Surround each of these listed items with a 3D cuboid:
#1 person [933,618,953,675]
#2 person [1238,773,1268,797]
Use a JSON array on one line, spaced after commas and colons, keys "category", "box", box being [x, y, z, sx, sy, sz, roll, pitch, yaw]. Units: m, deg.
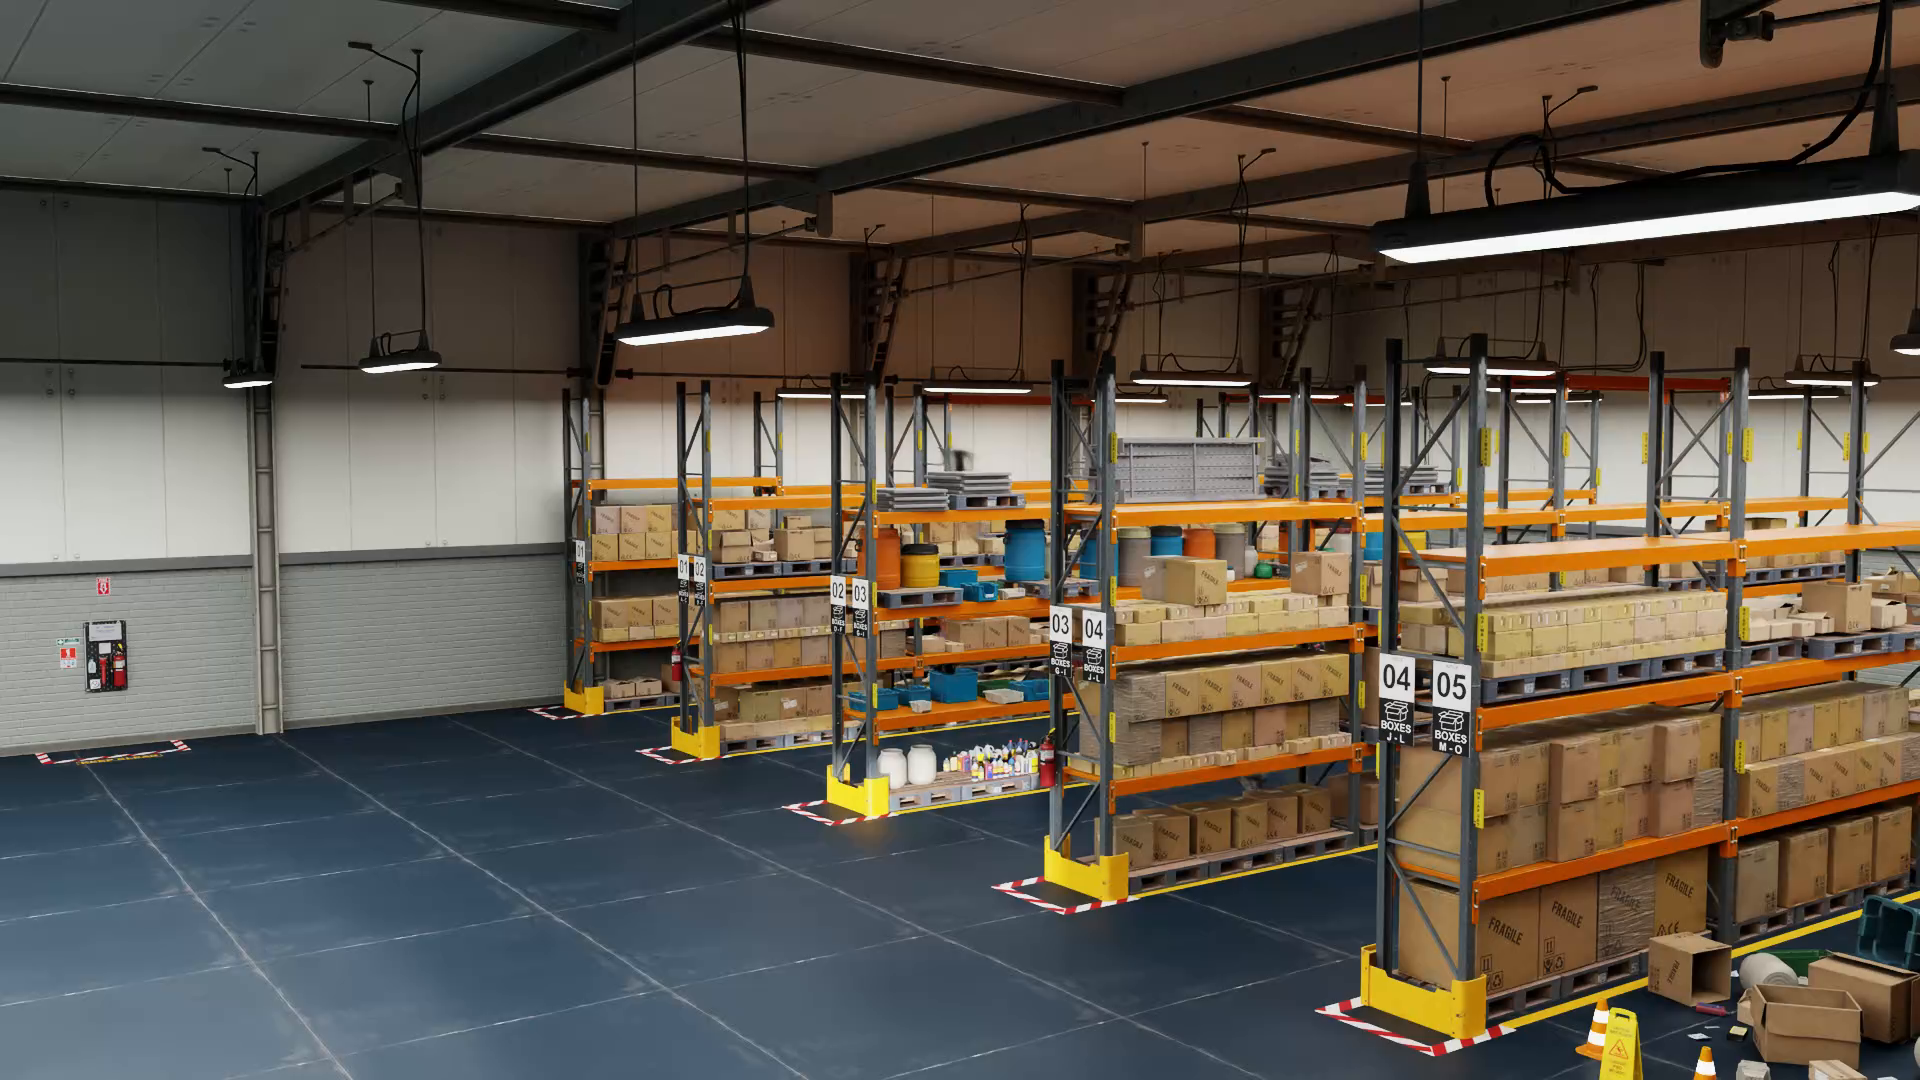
[{"category": "person", "box": [-0.308, 2.296, 31.901, 0.862, 1.602, 0.537, -3, 5, -43]}, {"category": "person", "box": [4.099, 2.848, 23.416, 0.572, 1.675, 0.803, -1, 4, -13]}]
